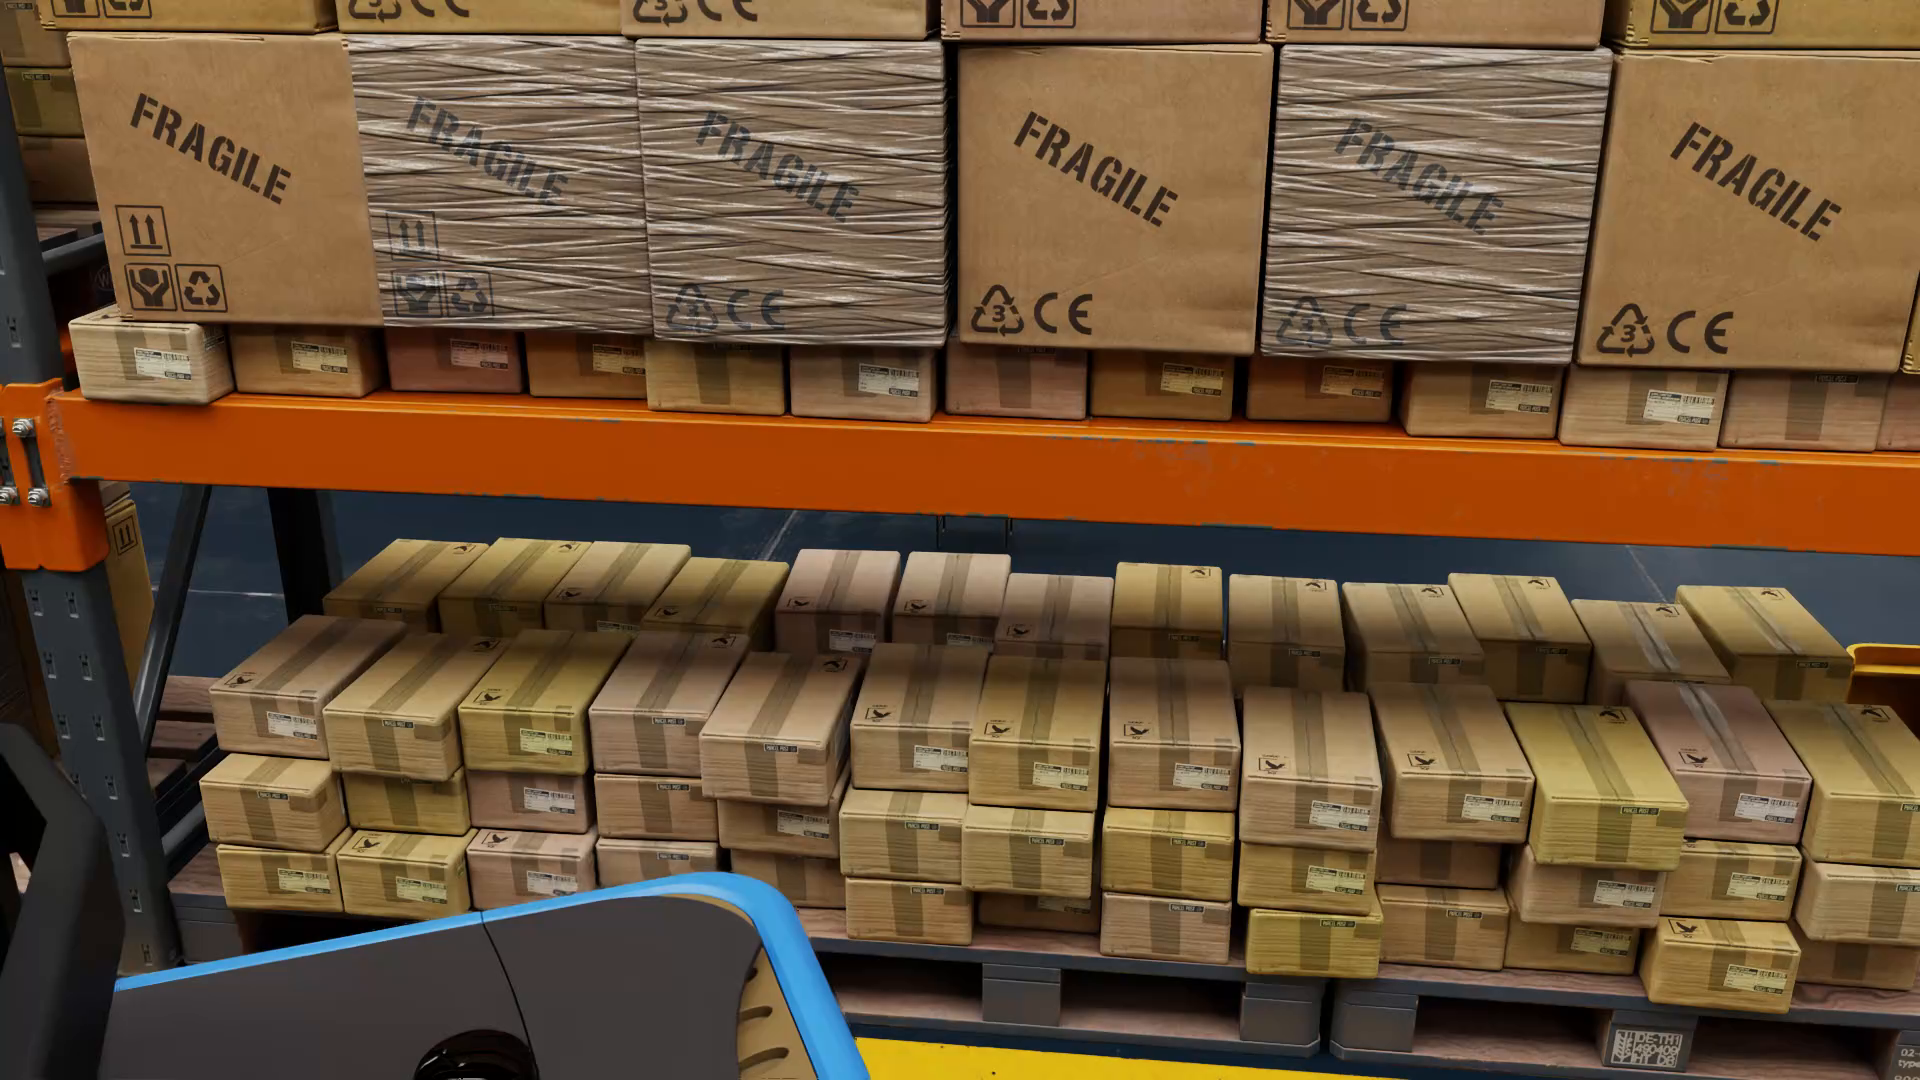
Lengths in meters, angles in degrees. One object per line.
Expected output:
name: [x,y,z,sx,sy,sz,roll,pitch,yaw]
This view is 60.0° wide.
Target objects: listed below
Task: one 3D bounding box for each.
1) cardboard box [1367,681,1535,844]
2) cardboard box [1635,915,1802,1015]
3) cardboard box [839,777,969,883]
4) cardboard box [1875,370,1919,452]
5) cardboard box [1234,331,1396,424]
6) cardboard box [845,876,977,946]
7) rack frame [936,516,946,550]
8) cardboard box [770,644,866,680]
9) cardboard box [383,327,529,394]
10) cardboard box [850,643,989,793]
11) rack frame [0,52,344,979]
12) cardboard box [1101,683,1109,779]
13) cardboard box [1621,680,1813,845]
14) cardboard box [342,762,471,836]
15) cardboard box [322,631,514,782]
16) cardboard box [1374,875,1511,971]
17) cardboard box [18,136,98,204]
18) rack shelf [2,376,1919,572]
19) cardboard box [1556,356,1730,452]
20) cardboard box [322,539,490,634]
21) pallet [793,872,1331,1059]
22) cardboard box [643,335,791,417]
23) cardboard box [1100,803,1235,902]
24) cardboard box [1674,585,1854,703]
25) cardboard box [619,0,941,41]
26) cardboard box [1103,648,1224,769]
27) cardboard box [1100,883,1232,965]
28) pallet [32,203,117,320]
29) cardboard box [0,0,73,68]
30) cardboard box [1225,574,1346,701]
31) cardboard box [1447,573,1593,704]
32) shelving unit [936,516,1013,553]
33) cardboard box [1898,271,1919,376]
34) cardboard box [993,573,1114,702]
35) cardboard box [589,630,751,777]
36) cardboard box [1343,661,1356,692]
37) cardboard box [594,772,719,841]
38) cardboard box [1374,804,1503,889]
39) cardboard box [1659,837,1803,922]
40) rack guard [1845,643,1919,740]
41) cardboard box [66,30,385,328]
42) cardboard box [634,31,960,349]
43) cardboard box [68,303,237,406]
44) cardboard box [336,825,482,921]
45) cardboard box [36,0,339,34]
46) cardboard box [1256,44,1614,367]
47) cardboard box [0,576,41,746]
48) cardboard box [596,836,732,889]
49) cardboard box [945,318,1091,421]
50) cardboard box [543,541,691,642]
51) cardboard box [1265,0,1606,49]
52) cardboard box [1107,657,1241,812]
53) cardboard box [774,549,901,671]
cardboard box: [0.949,0.430,3.269,0.250,0.149,0.380,2,22,4]
cardboard box: [1.455,0.748,3.275,0.250,0.149,0.380,3,22,8]
cardboard box: [-0.091,0.532,3.415,0.250,0.149,0.380,2,22,6]
cardboard box: [1.670,-0.281,2.911,0.250,0.149,0.380,2,22,6]
cardboard box: [0.644,-0.344,3.072,0.250,0.149,0.380,2,22,4]
cardboard box: [-0.086,0.670,3.472,0.250,0.149,0.380,2,22,5]
rack frame: [-0.068,-0.491,5.754,0.008,1.050,0.200,2,22,6]
cardboard box: [-0.321,0.318,3.959,0.250,0.149,0.380,3,22,8]
cardboard box: [-0.924,-0.410,3.239,0.250,0.149,0.380,2,22,4]
cardboard box: [-0.076,0.361,3.444,0.250,0.149,0.380,2,22,4]
rack frame: [-1.703,-0.635,3.466,0.127,3.000,1.000,2,22,6]
cardboard box: [0.249,0.467,3.985,0.250,0.149,0.380,3,22,6]
cardboard box: [1.471,0.430,3.271,0.250,0.149,0.380,3,22,7]
cardboard box: [-1.119,0.468,3.579,0.250,0.149,0.380,3,22,7]
cardboard box: [-1.119,0.343,3.490,0.250,0.149,0.380,4,22,9]
cardboard box: [0.956,0.699,3.399,0.250,0.149,0.380,3,22,7]
cardboard box: [-2.040,-0.899,3.903,0.250,0.149,0.380,1,22,4]
rack shelf: [0.283,-0.214,3.380,4.000,0.370,1.077,2,22,6]
cardboard box: [1.163,-0.288,2.931,0.250,0.149,0.380,3,22,8]
cardboard box: [-1.319,0.139,4.005,0.250,0.149,0.380,3,22,8]
pallet: [0.183,0.730,3.807,1.213,0.211,1.003,2,22,6]
cardboard box: [-0.412,-0.361,3.116,0.250,0.149,0.380,3,22,7]
cardboard box: [0.427,0.554,3.360,0.250,0.149,0.380,4,22,9]
cardboard box: [1.789,0.245,3.737,0.250,0.149,0.380,2,22,4]
cardboard box: [-0.270,-1.126,2.809,0.500,0.500,0.500,3,22,7]
cardboard box: [0.470,0.379,3.804,0.250,0.149,0.380,4,22,9]
cardboard box: [0.426,0.692,3.417,0.250,0.149,0.380,3,22,7]
pallet: [-2.445,-0.632,3.720,1.213,0.211,1.003,2,22,6]
cardboard box: [-2.040,-1.175,3.794,0.250,0.149,0.380,4,22,9]
cardboard box: [0.736,0.223,3.792,0.250,0.149,0.380,3,22,8]
cardboard box: [1.266,0.219,3.802,0.250,0.149,0.380,2,22,6]
shelving unit: [0.053,-0.486,5.741,0.252,1.050,0.215,2,22,6]
cardboard box: [1.793,-0.572,2.767,0.500,0.500,0.500,3,22,7]
cardboard box: [0.219,0.219,3.802,0.250,0.149,0.380,3,22,6]
cardboard box: [-0.600,0.339,3.500,0.250,0.149,0.380,2,22,5]
cardboard box: [1.019,0.352,3.871,0.250,0.149,0.380,3,22,8]
cardboard box: [-0.605,0.478,3.553,0.250,0.149,0.380,1,22,4]
cardboard box: [0.941,0.540,3.395,0.250,0.149,0.380,2,22,6]
cardboard box: [1.459,0.581,3.293,0.250,0.149,0.380,2,22,5]
rack guard: [2.194,0.697,3.497,0.348,0.500,1.175,2,22,6]
cardboard box: [-1.241,-0.706,3.106,0.500,0.500,0.500,2,22,5]
cardboard box: [-0.252,-0.653,2.970,0.500,0.500,0.500,2,22,5]
cardboard box: [-1.460,-0.387,3.179,0.250,0.149,0.380,3,22,8]
cardboard box: [-1.115,0.640,3.548,0.250,0.149,0.380,3,22,8]
cardboard box: [-1.283,-1.176,2.935,0.500,0.500,0.500,3,22,8]
cardboard box: [0.777,-0.615,2.875,0.500,0.500,0.500,3,22,6]
cardboard box: [-2.467,0.392,3.697,0.500,0.500,0.500,2,22,5]
cardboard box: [-0.604,0.624,3.587,0.250,0.149,0.380,2,22,5]
cardboard box: [0.125,-0.353,3.094,0.250,0.149,0.380,3,22,8]
cardboard box: [-0.812,0.144,3.993,0.250,0.149,0.380,2,22,6]
cardboard box: [0.765,-1.082,2.696,0.500,0.500,0.500,4,22,9]
cardboard box: [0.427,0.387,3.378,0.250,0.149,0.380,2,22,4]
cardboard box: [-0.284,0.162,3.949,0.250,0.149,0.380,1,22,4]
